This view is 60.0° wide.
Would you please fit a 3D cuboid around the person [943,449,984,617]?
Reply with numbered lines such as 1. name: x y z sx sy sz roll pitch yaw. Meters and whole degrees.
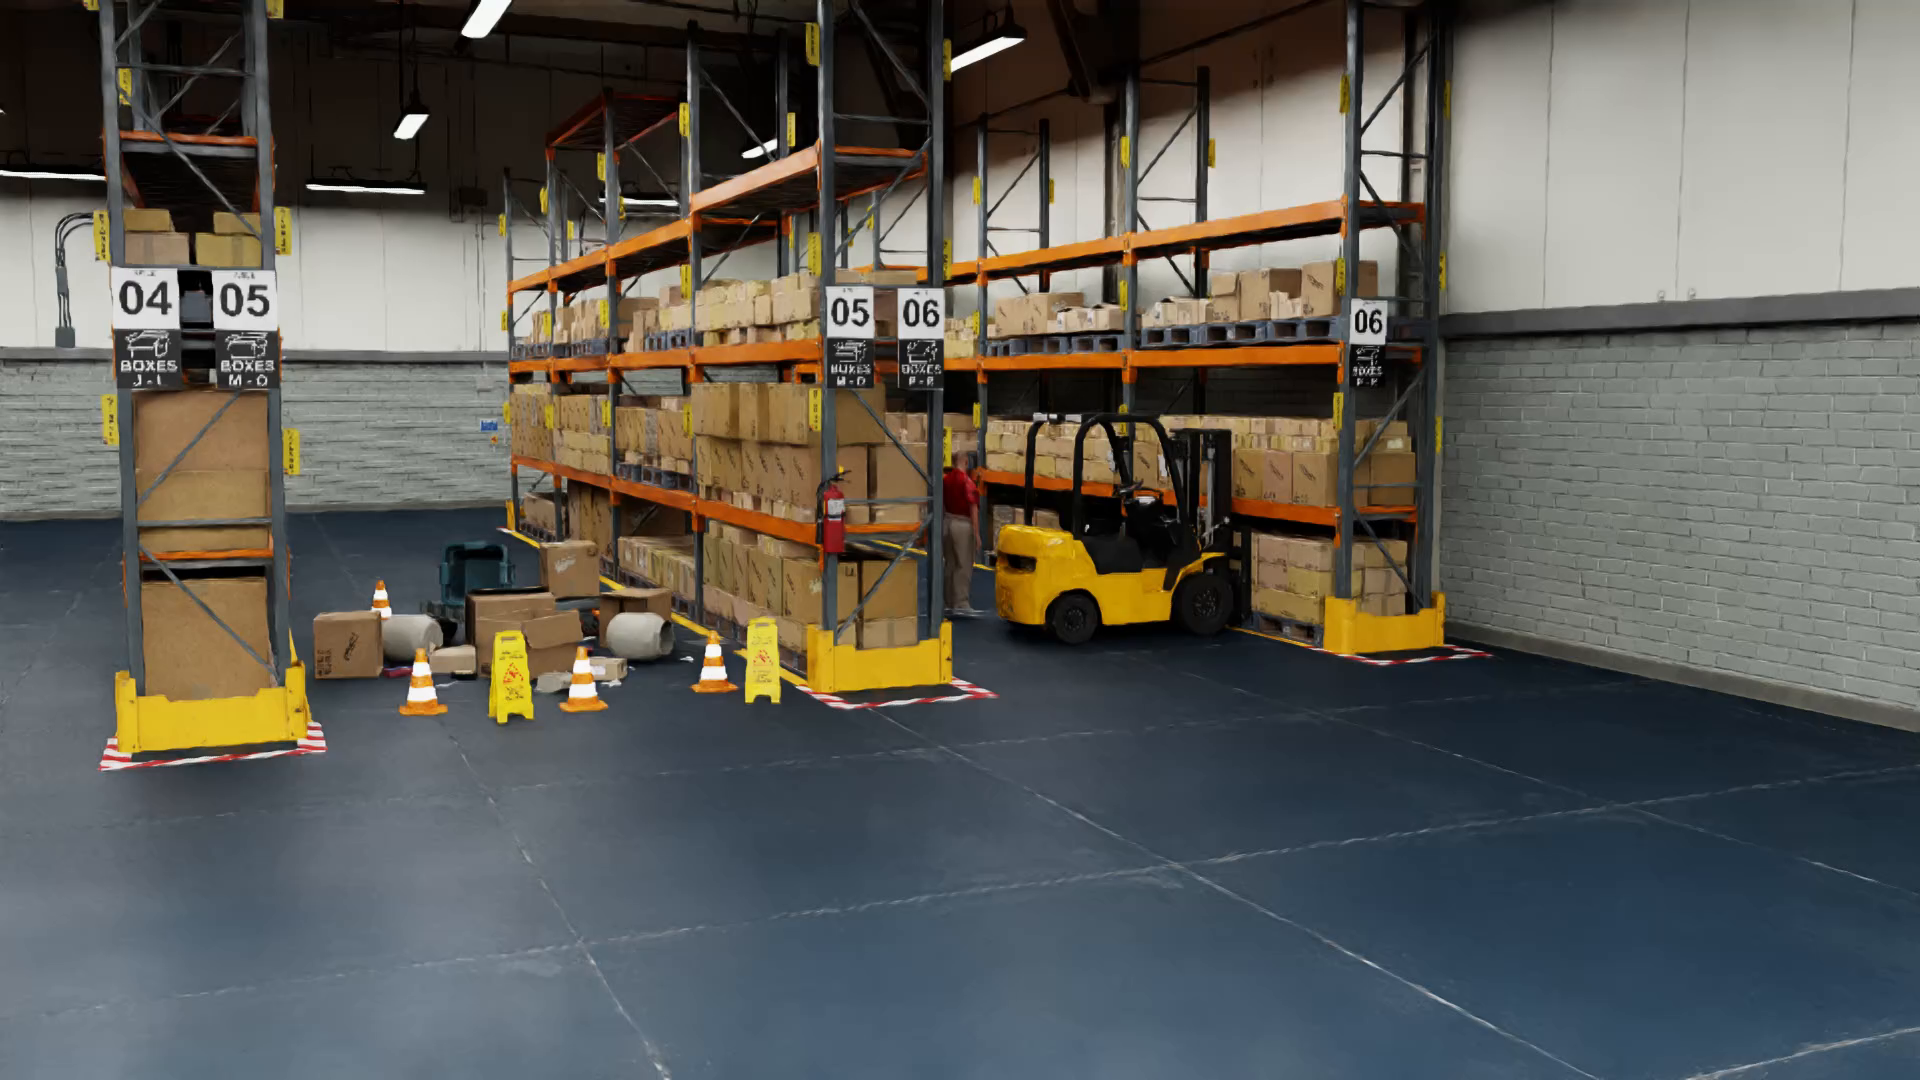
1. person: 0.022 -0.083 17.480 0.388 1.740 0.615 -4 7 -37
